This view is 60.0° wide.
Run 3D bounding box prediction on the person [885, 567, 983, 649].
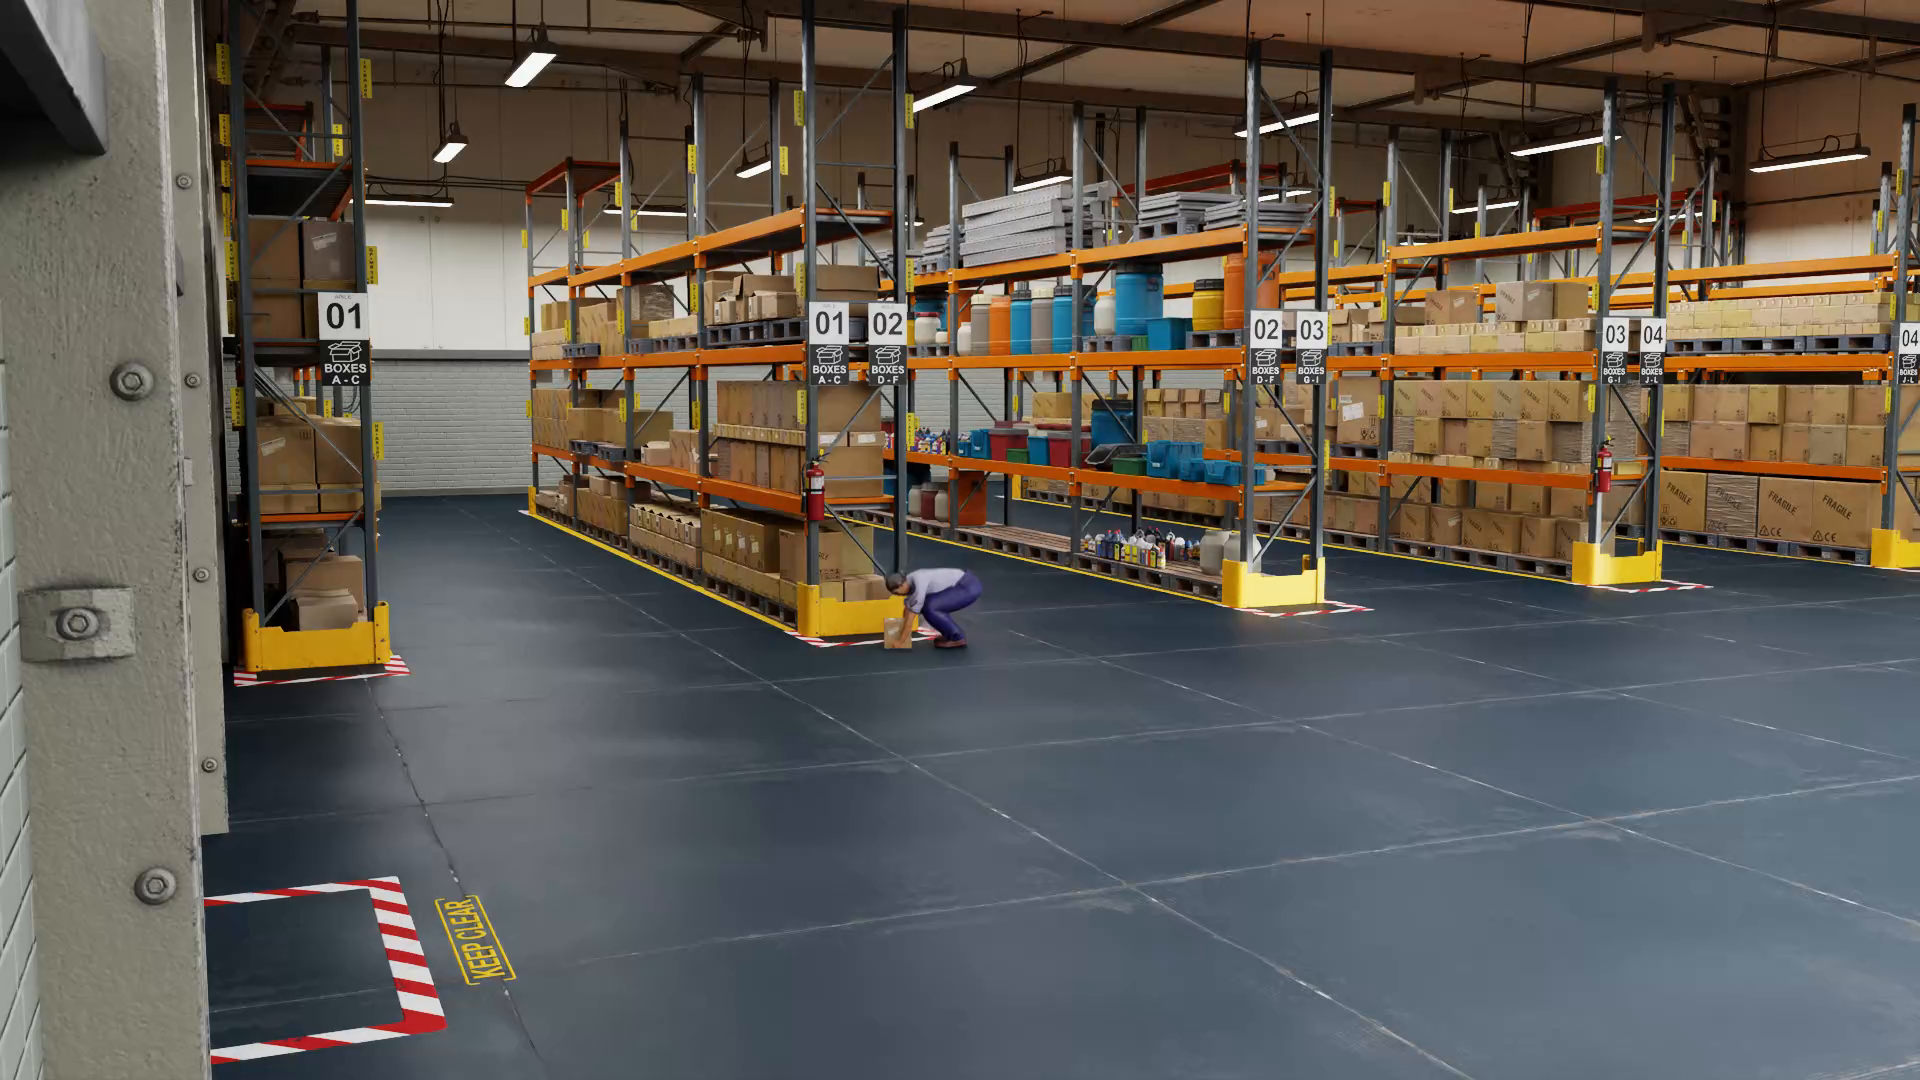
[{"bbox_3d":[-0.245,0.628,15.446,0.901,0.743,0.511,0,6,-5],"label":"person"}]
